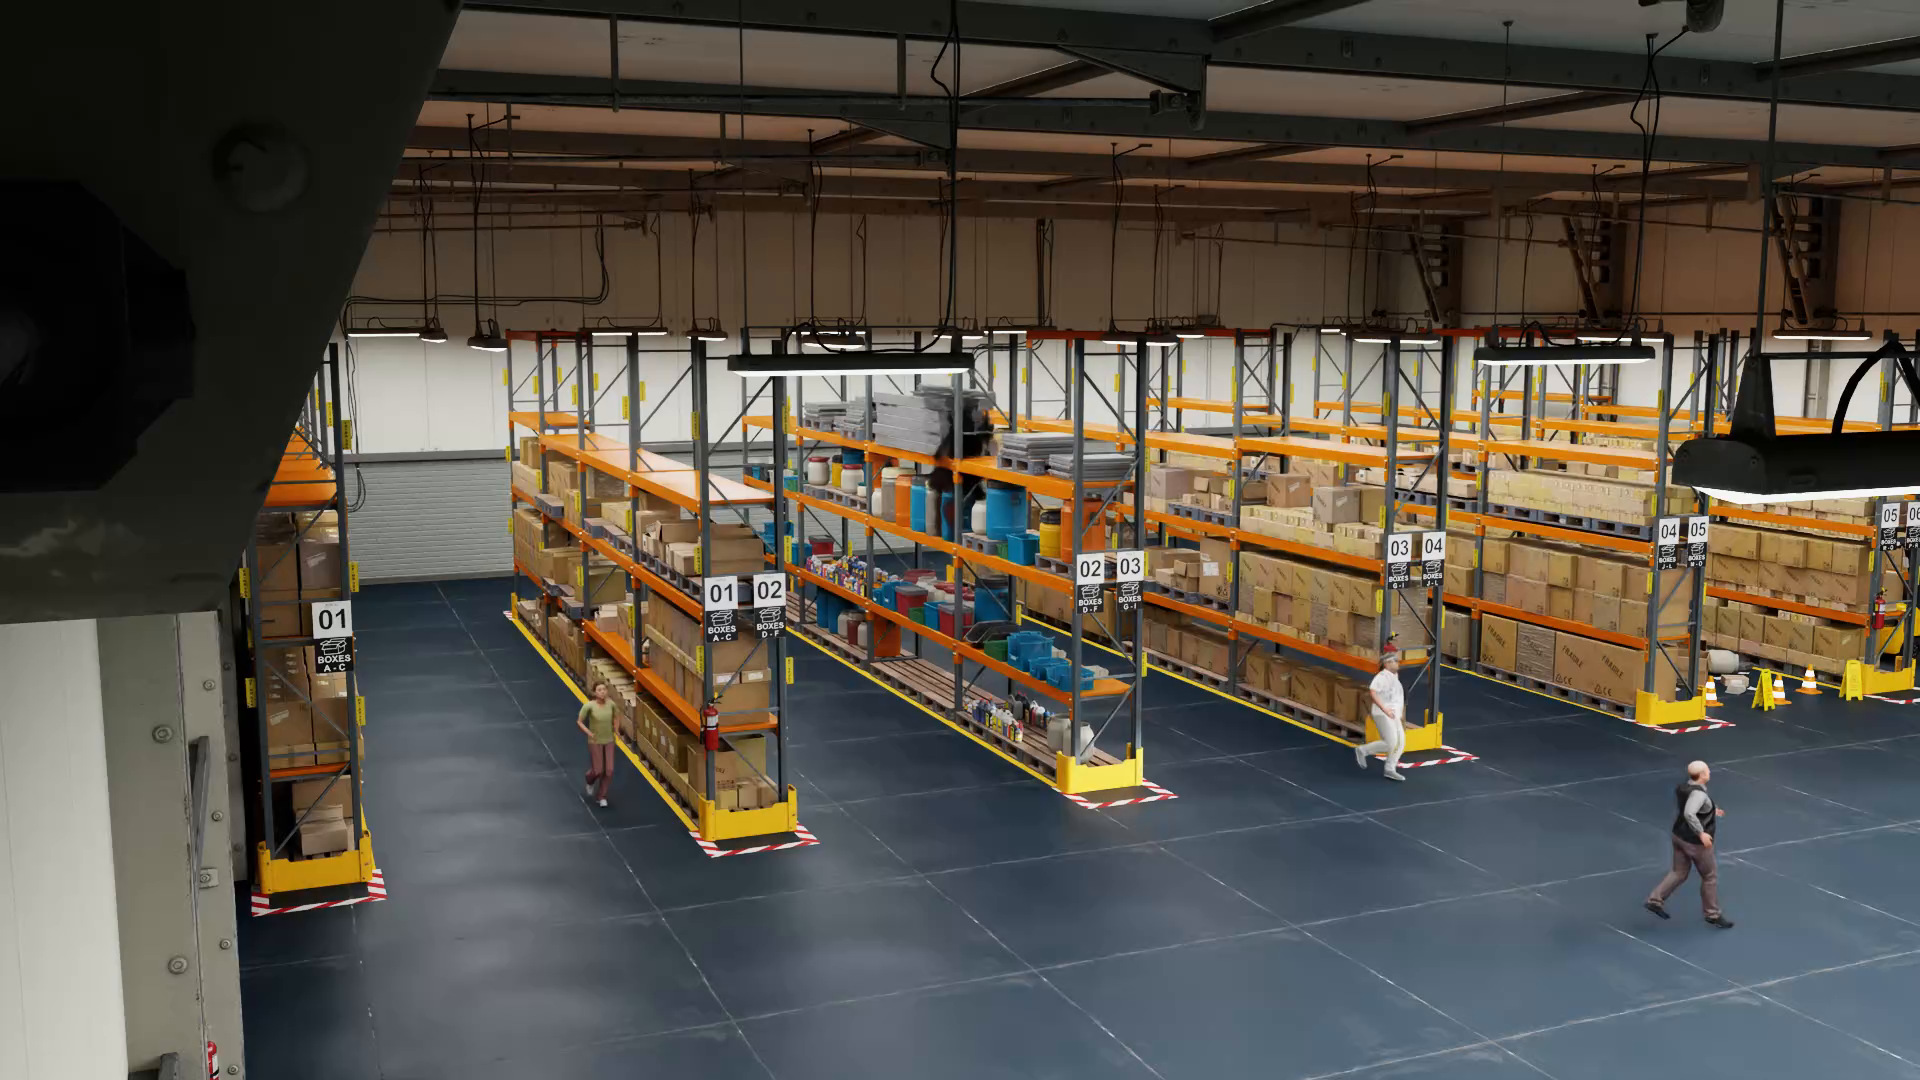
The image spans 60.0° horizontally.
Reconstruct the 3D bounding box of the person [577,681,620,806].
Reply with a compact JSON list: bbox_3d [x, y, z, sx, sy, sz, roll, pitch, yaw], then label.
[{"bbox_3d":[-4.655,2.609,21.515,0.566,1.624,0.546,-5,9,-32],"label":"person"}]

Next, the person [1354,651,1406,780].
[{"bbox_3d":[5.884,2.379,22.882,0.725,1.718,0.711,6,10,35],"label":"person"}]

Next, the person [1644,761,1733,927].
[{"bbox_3d":[7.574,3.129,17.190,0.879,1.733,0.657,-1,8,-4],"label":"person"}]
